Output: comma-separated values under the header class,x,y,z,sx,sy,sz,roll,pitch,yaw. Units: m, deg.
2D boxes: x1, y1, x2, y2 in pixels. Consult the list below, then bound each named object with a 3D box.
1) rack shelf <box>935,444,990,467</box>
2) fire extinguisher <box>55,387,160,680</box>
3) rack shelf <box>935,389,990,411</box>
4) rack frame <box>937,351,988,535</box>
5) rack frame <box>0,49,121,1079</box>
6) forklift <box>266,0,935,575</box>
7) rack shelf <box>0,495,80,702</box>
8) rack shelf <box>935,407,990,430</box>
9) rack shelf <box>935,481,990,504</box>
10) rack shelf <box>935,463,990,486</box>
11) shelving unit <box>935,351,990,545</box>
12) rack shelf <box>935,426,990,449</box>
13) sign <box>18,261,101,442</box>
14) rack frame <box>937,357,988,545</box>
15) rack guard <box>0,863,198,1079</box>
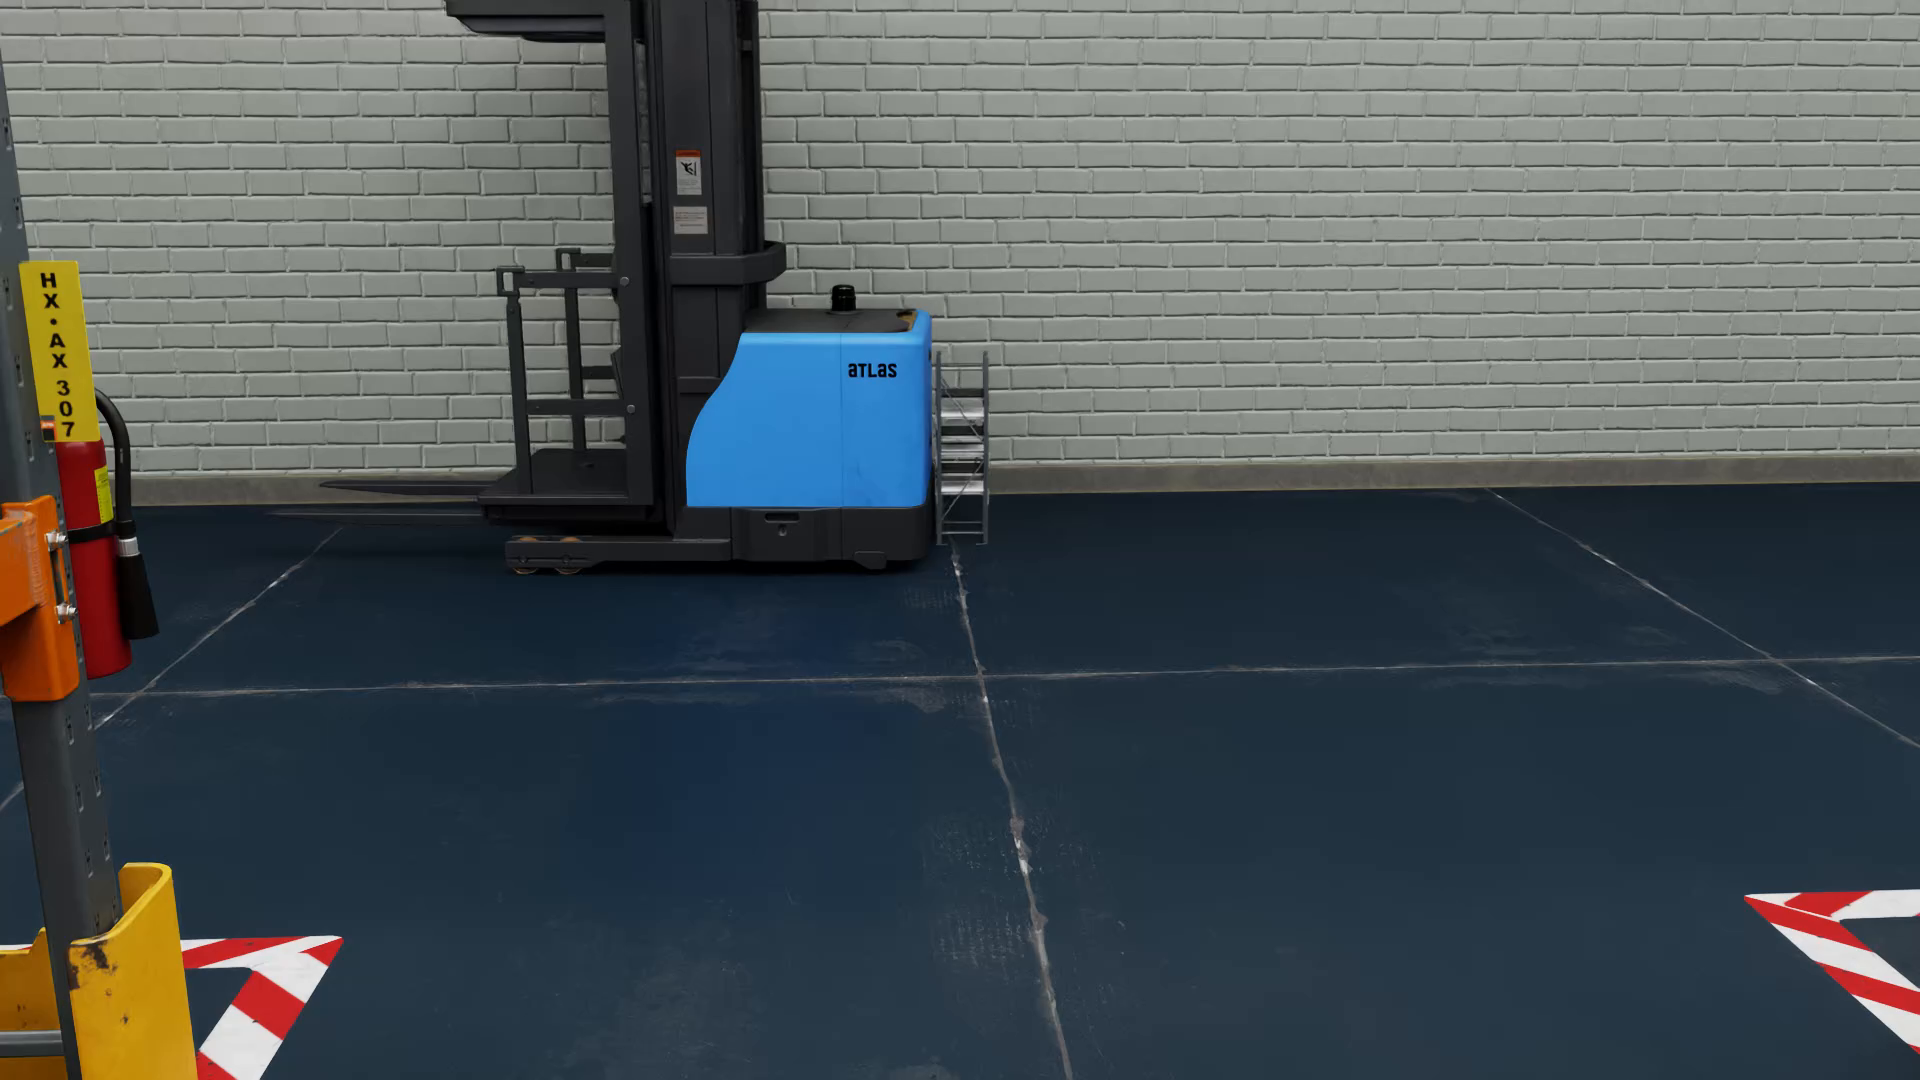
class,x,y,z,sx,sy,sz,roll,pitch,yaw
rack shelf,0.012,-0.405,7.929,0.258,0.077,0.200,0,14,0
fire extinguisher,-1.722,-0.072,3.191,0.296,0.674,0.183,-1,14,-3
rack shelf,0.012,-0.667,7.861,0.258,0.077,0.200,0,14,0
rack frame,0.012,-0.463,8.019,0.240,0.900,0.006,0,14,0
rack frame,-2.163,-0.246,2.962,0.949,2.616,0.053,-1,14,-3
forklift,-1.649,-1.396,7.570,3.031,2.935,1.130,0,14,1
rack shelf,-2.042,0.600,1.118,1.077,0.370,4.000,-1,14,-3
rack shelf,0.012,-0.579,7.884,0.258,0.077,0.200,0,14,0
rack shelf,0.012,-0.231,7.974,0.258,0.077,0.200,0,14,0
rack shelf,0.012,-0.318,7.951,0.258,0.077,0.200,0,14,0
shelving unit,0.012,-0.437,7.920,0.258,0.900,0.210,0,14,0
rack shelf,0.012,-0.492,7.906,0.258,0.077,0.200,0,14,0
sign,-1.618,-0.337,2.990,0.100,0.325,0.005,-1,14,-3
rack frame,0.012,-0.412,7.822,0.240,0.900,0.006,0,14,0
rack guard,-2.181,0.959,3.296,1.175,0.500,0.348,-1,14,-3
